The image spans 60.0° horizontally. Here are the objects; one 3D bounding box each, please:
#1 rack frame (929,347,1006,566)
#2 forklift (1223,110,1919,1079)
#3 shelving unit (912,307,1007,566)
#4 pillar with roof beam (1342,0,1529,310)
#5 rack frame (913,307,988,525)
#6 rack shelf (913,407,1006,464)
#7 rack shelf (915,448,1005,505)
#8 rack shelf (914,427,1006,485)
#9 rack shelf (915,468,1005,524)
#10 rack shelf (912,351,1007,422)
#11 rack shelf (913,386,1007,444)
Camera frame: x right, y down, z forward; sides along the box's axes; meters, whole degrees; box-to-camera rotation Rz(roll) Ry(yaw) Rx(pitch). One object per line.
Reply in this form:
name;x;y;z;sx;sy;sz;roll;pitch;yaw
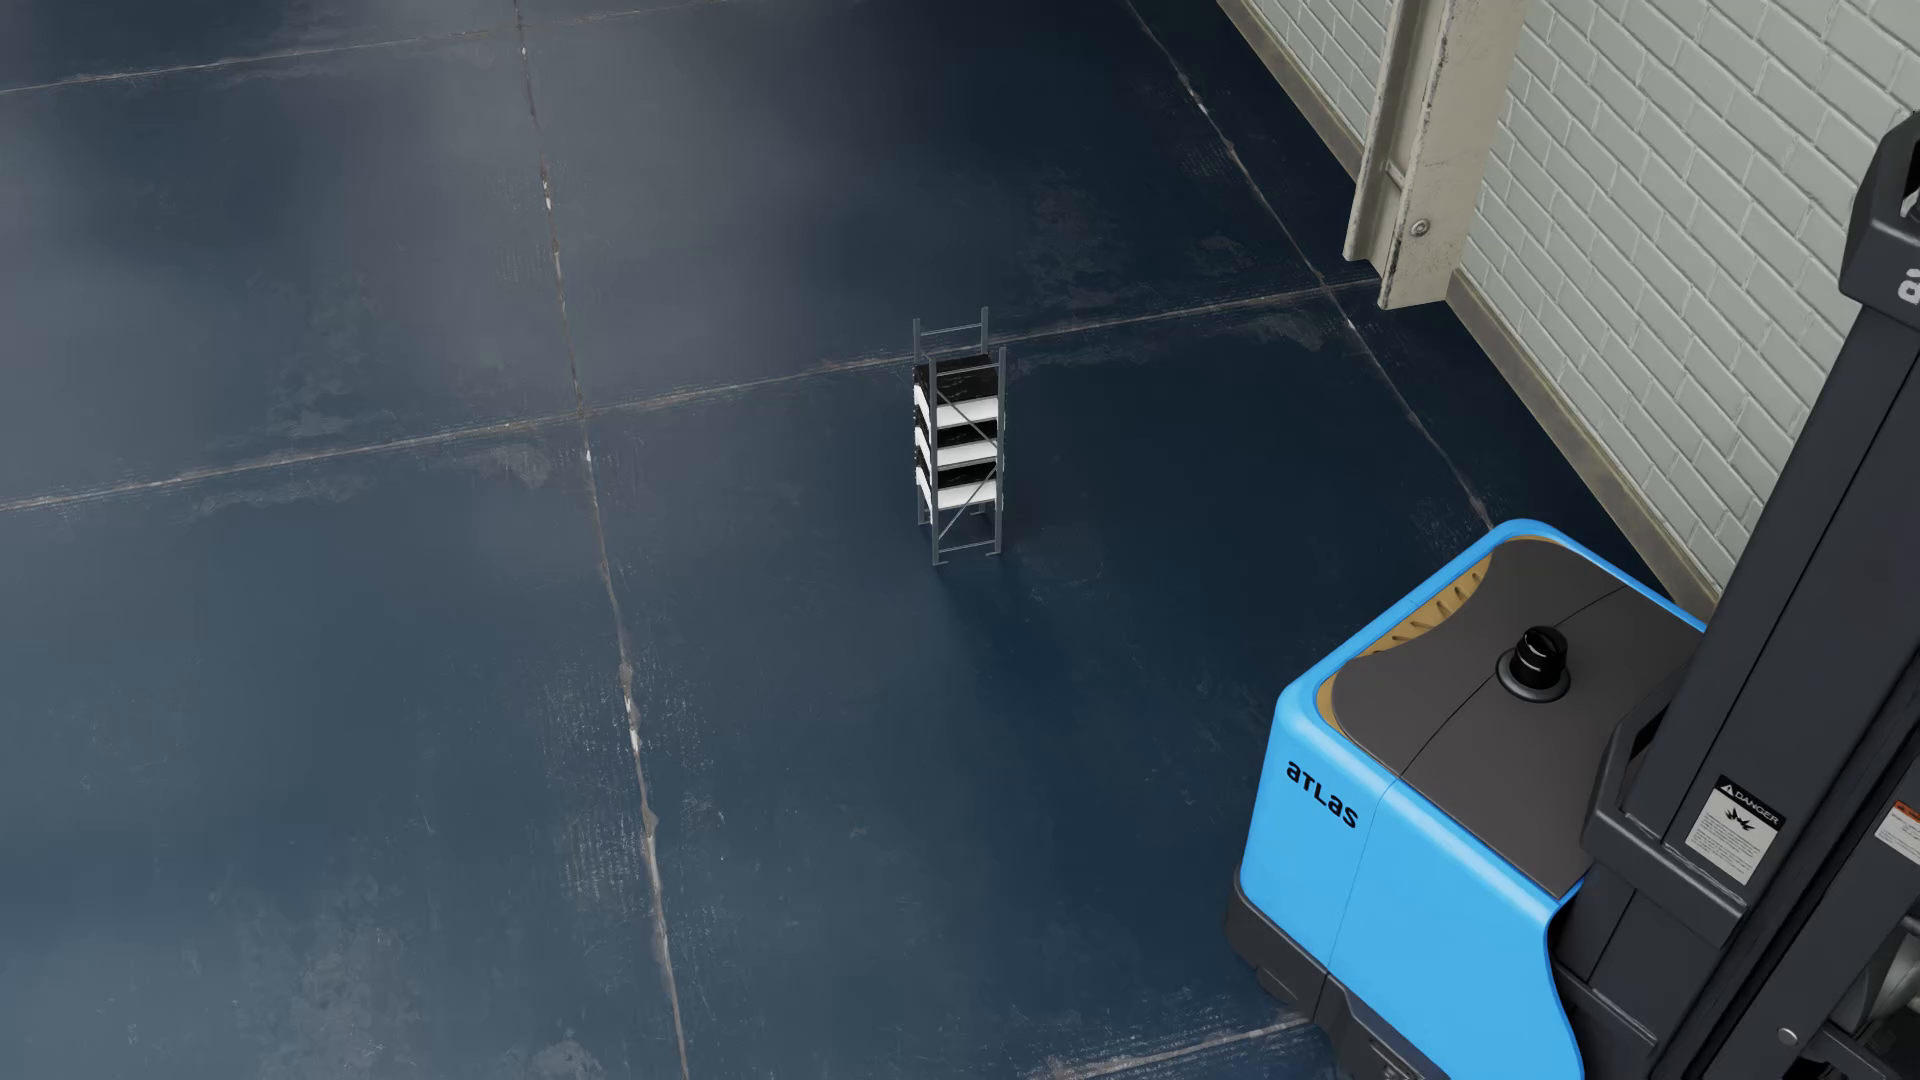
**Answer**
rack frame;0.024;-0.250;5.365;0.240;0.900;0.006;-11;47;-10
forklift;2.072;0.666;3.045;1.130;2.935;3.031;-32;53;-27
shelving unit;-0.002;-0.321;5.434;0.258;0.900;0.210;-11;47;-10
pillar with roof beam;-2.373;-3.446;2.827;9.100;9.000;0.400;-11;47;-10
rack frame;-0.028;-0.391;5.503;0.240;0.900;0.006;-11;47;-10
rack shelf;-0.002;-0.360;5.394;0.258;0.077;0.200;-11;47;-10
rack shelf;-0.002;-0.234;5.522;0.258;0.077;0.200;-11;47;-10
rack shelf;-0.002;-0.297;5.458;0.258;0.077;0.200;-11;47;-10
rack shelf;-0.002;-0.171;5.586;0.258;0.077;0.200;-11;47;-10
rack shelf;-0.002;-0.486;5.265;0.258;0.077;0.200;-11;47;-10
rack shelf;-0.002;-0.423;5.329;0.258;0.077;0.200;-11;47;-10
